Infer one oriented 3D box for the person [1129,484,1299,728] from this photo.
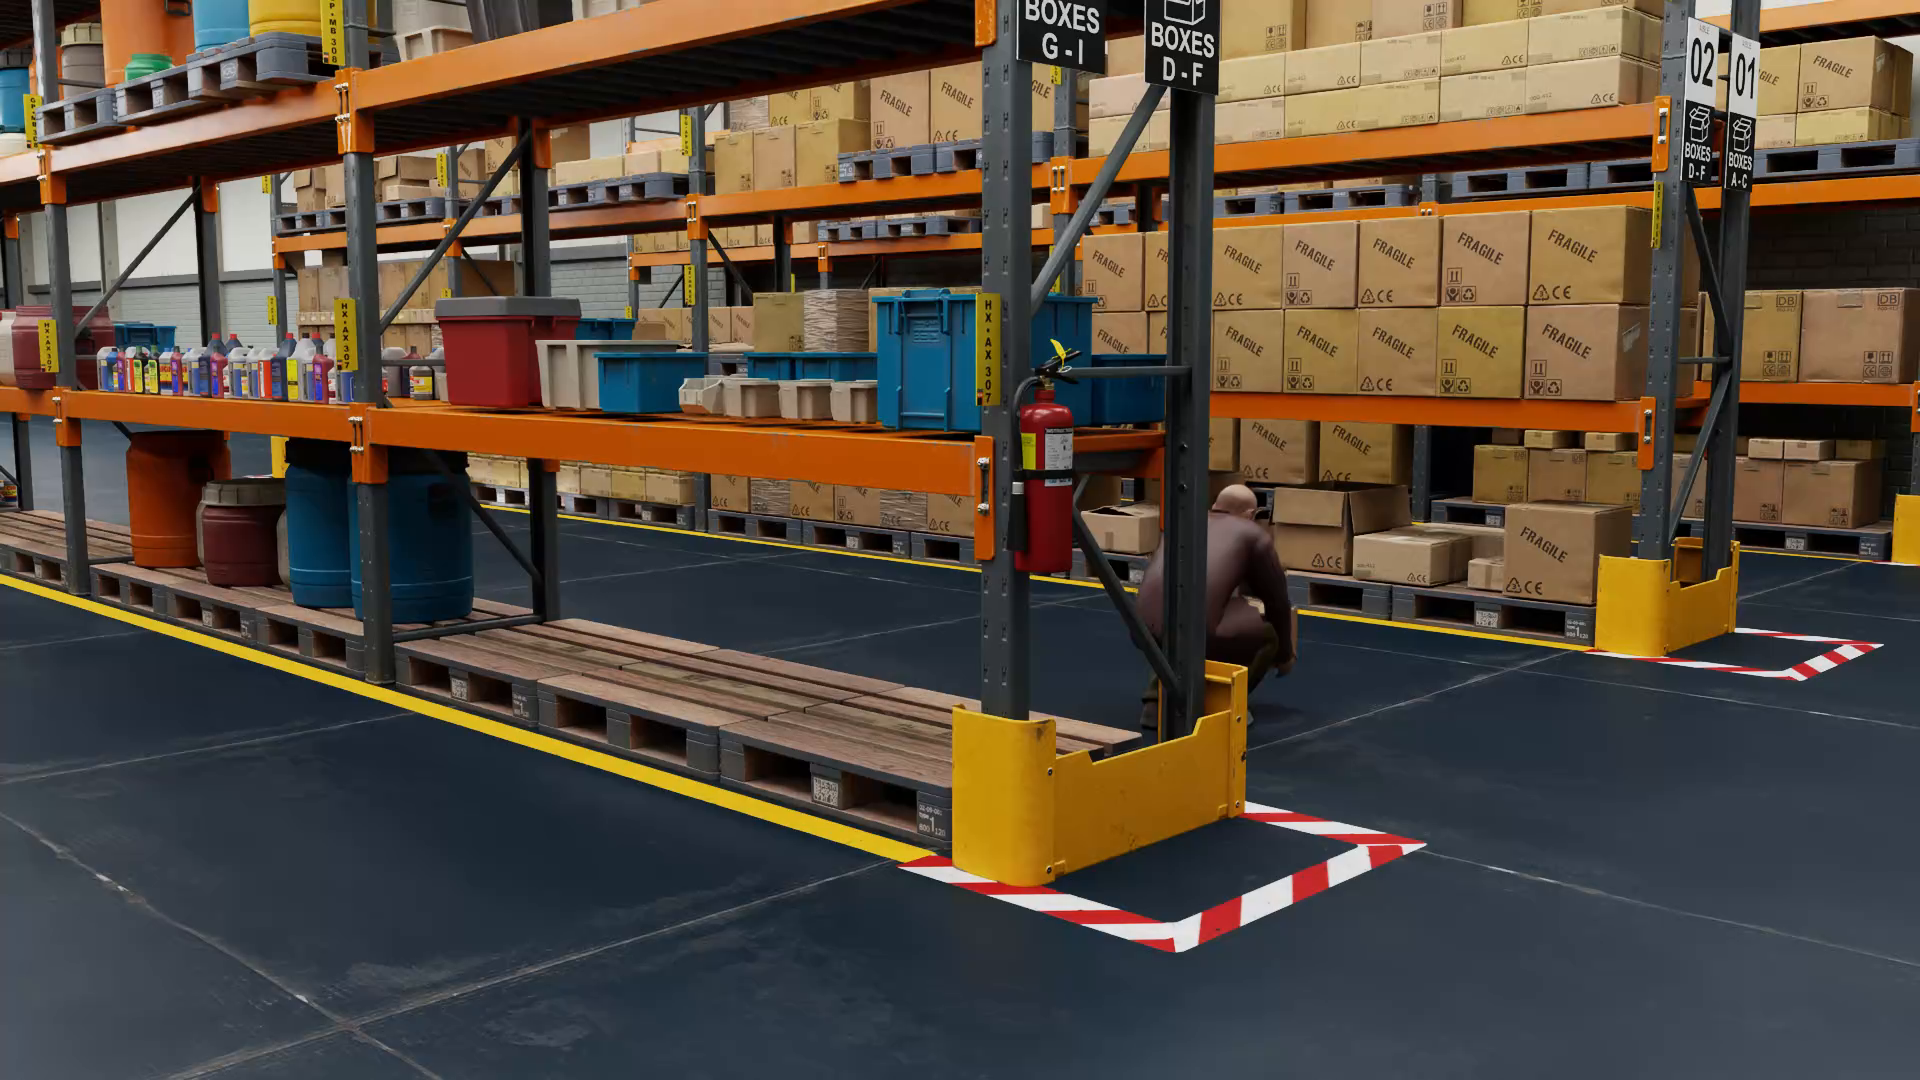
[{"bbox_3d":[1.062,0.279,7.045,0.612,0.997,0.901,6,9,43],"label":"person"}]
